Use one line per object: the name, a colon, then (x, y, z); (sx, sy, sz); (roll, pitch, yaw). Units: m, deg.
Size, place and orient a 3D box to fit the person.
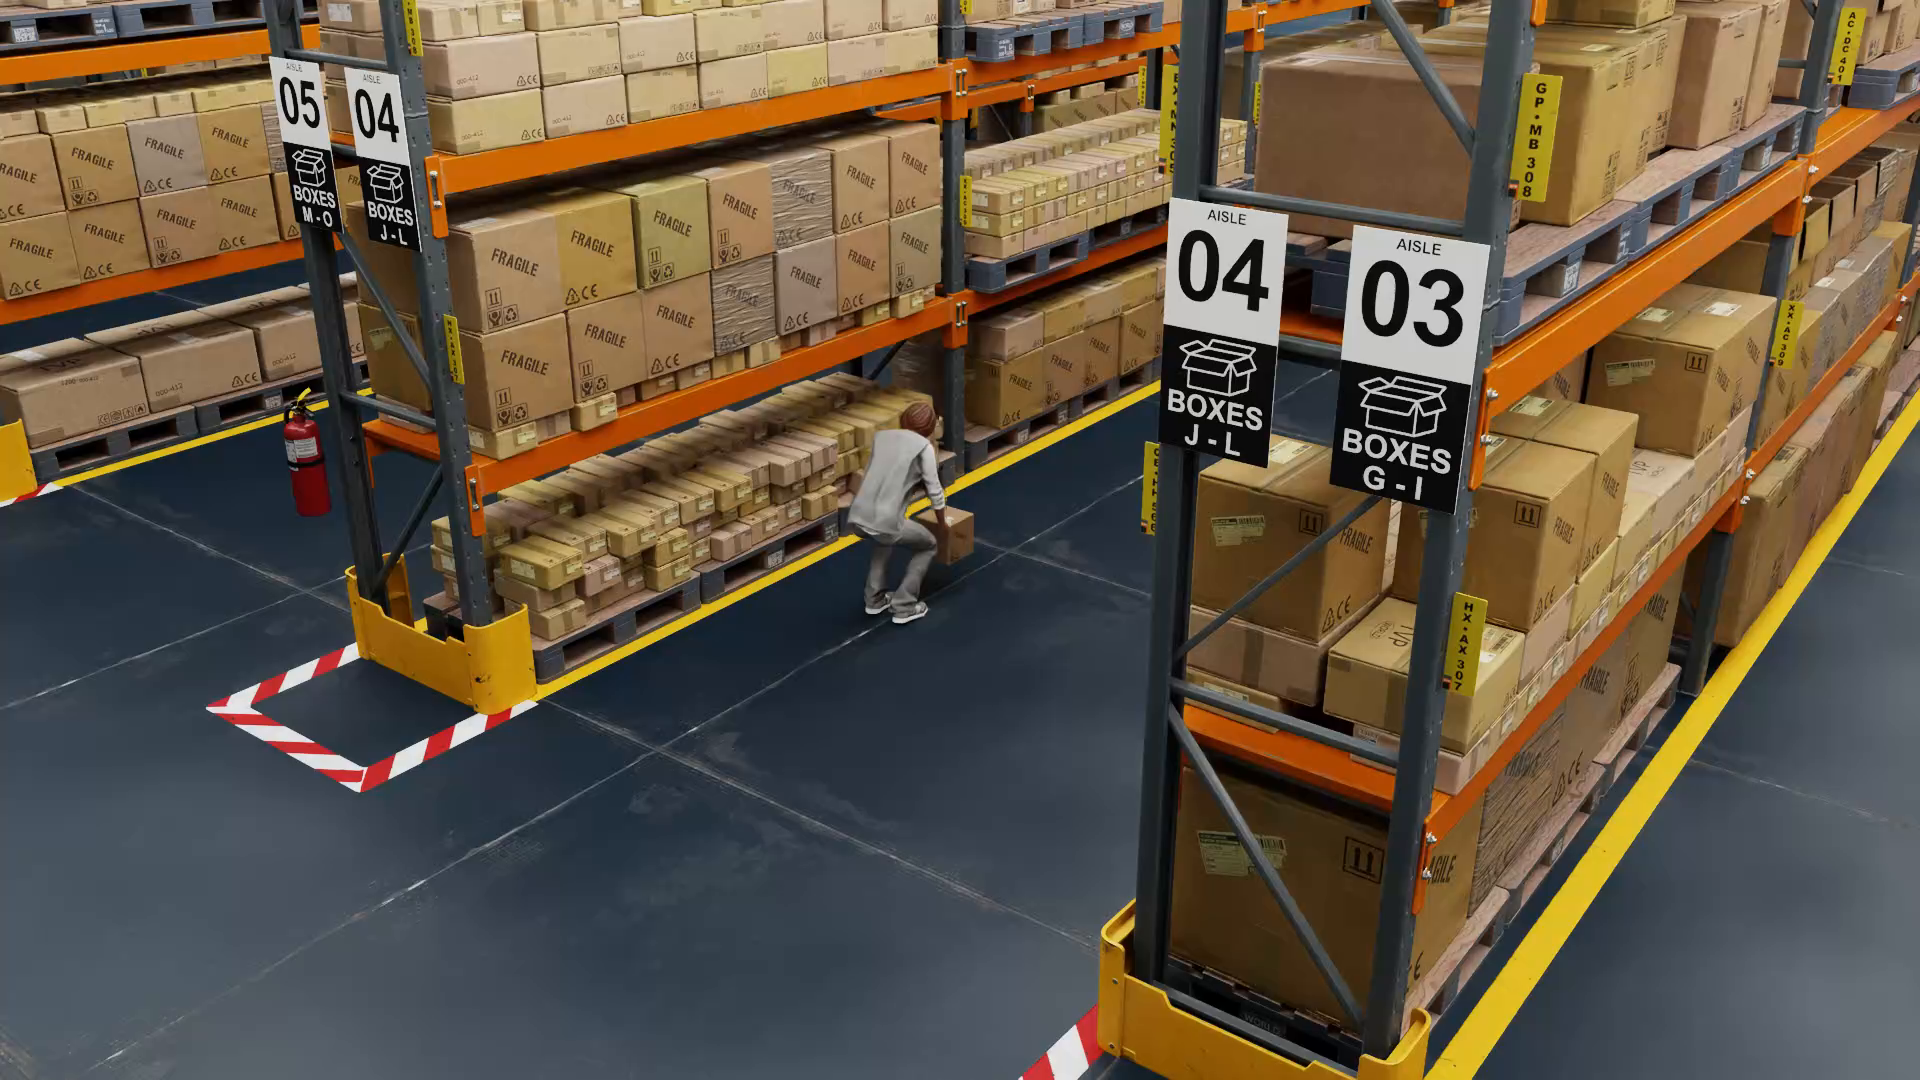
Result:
person: (-0.368, -0.141, 9.459); (0.465, 1.175, 0.708); (17, 29, 33)
